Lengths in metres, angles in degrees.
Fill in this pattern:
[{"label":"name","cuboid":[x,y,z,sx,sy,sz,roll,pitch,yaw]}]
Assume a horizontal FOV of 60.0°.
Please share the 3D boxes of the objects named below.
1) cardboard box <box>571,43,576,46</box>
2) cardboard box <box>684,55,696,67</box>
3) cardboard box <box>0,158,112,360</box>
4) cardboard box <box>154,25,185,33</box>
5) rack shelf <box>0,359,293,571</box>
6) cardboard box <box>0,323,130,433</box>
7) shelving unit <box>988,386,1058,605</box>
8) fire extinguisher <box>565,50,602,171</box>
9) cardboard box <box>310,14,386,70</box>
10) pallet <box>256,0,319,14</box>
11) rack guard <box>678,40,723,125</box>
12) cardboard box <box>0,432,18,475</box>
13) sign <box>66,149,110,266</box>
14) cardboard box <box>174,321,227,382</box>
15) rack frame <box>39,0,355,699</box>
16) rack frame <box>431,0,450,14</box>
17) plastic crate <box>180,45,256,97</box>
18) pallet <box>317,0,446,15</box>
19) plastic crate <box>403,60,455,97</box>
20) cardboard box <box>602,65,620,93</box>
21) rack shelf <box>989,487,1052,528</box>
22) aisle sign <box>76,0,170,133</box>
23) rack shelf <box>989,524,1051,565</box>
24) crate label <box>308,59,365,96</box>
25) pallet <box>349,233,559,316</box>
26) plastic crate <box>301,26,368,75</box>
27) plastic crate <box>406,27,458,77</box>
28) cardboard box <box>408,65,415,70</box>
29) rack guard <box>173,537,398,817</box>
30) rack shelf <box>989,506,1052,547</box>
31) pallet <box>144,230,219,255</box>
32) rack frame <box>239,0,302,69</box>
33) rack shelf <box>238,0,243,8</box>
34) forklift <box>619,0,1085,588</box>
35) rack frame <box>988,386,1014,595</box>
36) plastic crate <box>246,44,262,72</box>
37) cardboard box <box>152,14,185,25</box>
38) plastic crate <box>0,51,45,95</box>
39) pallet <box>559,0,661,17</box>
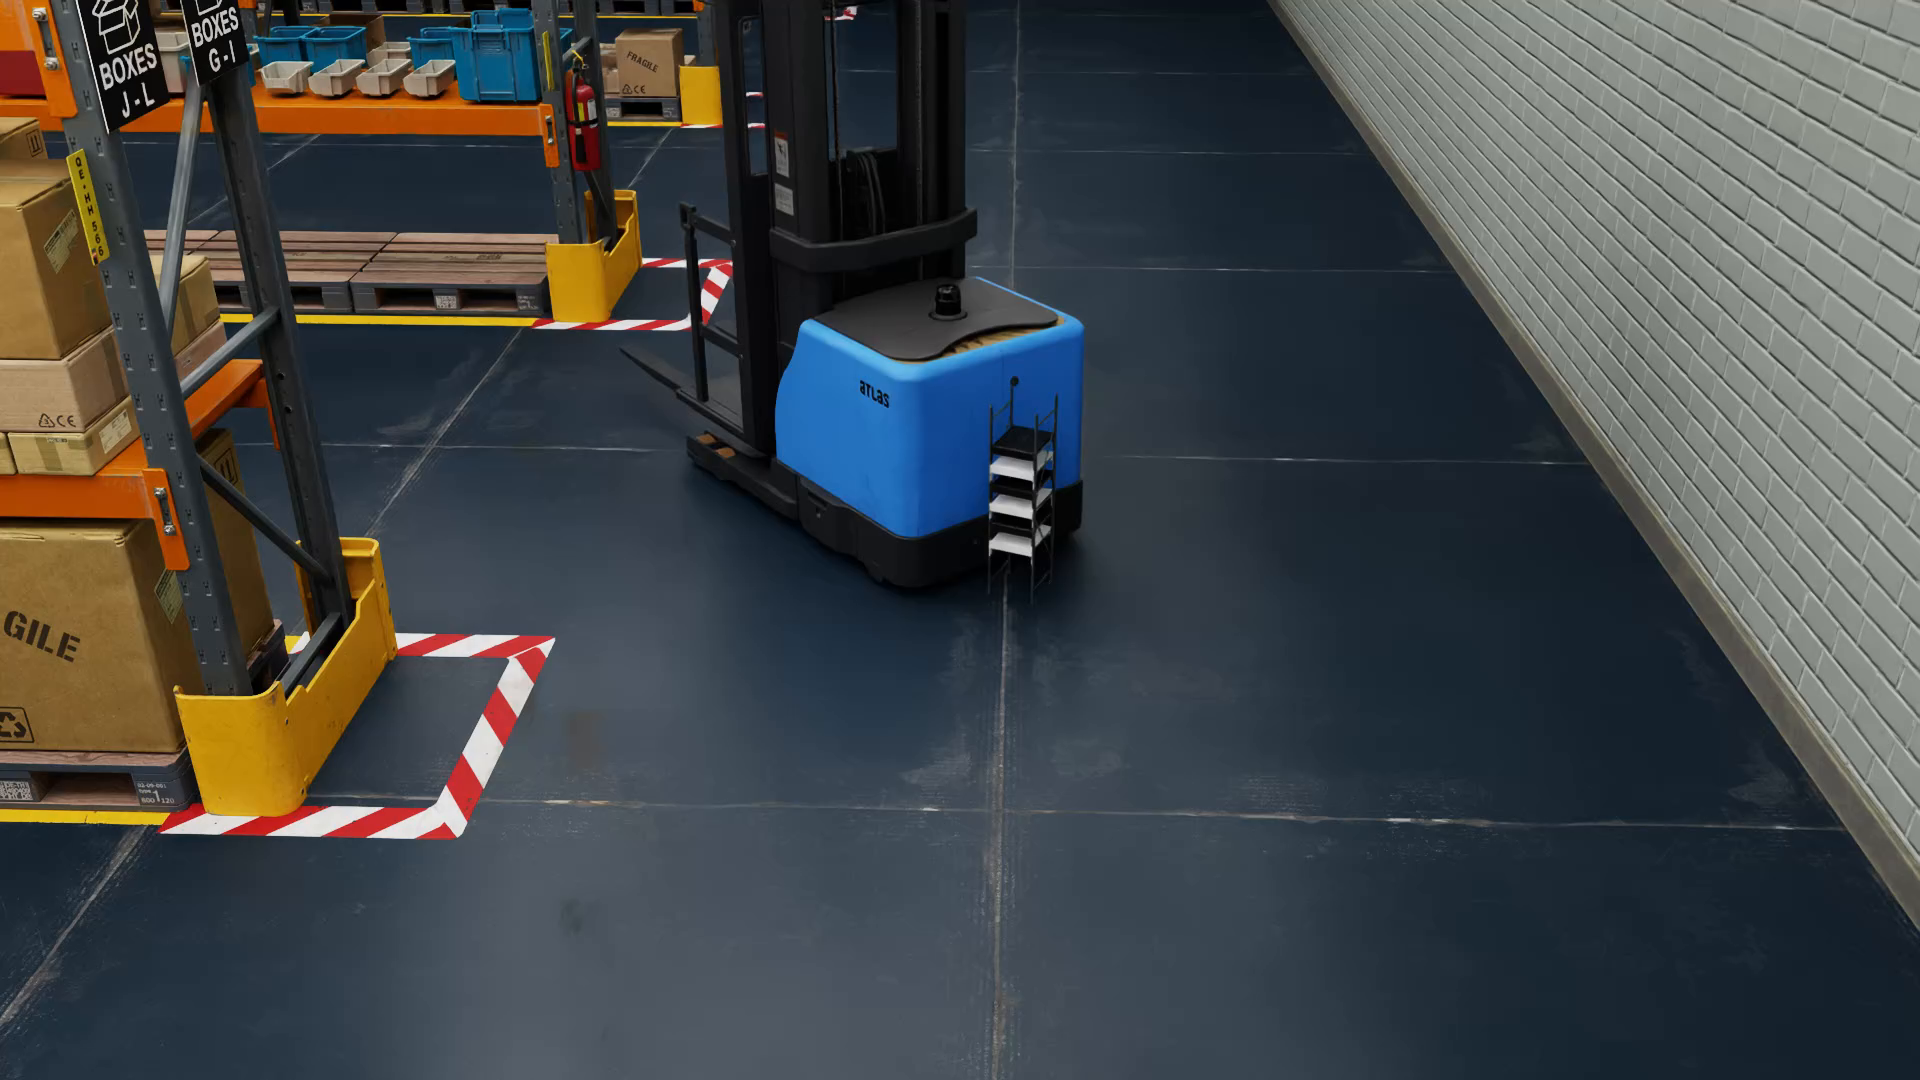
[{"label":"cardboard box","cuboid":[-3.718,-4.394,15.302,0.500,0.250,0.500,1,28,2]},{"label":"cardboard box","cuboid":[-2.591,-4.359,15.344,0.250,0.149,0.380,1,28,2]},{"label":"cardboard box","cuboid":[-3.035,-0.901,5.288,0.500,0.500,0.500,1,28,2]},{"label":"cardboard box","cuboid":[-7.180,-4.298,14.855,0.500,0.500,0.500,1,28,2]},{"label":"rack shelf","cuboid":[-4.537,-0.334,5.946,4.000,0.370,1.077,1,28,2]},{"label":"cardboard box","cuboid":[-3.032,-0.568,5.462,0.500,0.250,0.500,1,28,1]},{"label":"shelving unit","cuboid":[0.267,-0.186,7.140,0.210,0.900,0.258,12,30,22]},{"label":"fire extinguisher","cuboid":[-2.229,-2.523,9.788,0.183,0.674,0.296,1,28,2]},{"label":"cardboard box","cuboid":[-5.603,-4.535,15.302,0.500,0.500,0.500,1,28,2]},{"label":"pallet","cuboid":[-8.008,-6.405,19.608,1.213,0.211,1.003,1,28,2]},{"label":"rack guard","cuboid":[-2.261,-4.153,15.050,0.348,0.500,1.175,1,28,2]},{"label":"cardboard box","cuboid":[-3.166,-0.363,5.501,0.250,0.149,0.380,1,28,2]},{"label":"sign","cuboid":[-2.571,-0.982,4.910,0.005,0.325,0.100,1,28,2]},{"label":"cardboard box","cuboid":[-2.882,-0.669,6.077,0.250,0.149,0.380,1,28,2]},{"label":"rack frame","cuboid":[-2.538,-0.619,5.715,0.127,3.000,1.000,1,28,2]},{"label":"rack frame","cuboid":[-6.011,-7.641,18.961,0.127,3.000,1.000,1,28,2]},{"label":"plastic crate","cuboid":[-4.425,-2.804,9.952,0.300,0.233,0.416,1,28,2]},{"label":"pallet","cuboid":[-6.785,-6.386,19.572,1.213,0.211,1.003,1,28,2]},{"label":"plastic crate","cuboid":[-3.185,-2.776,10.002,0.243,0.136,0.396,1,28,2]},{"label":"cardboard box","cuboid":[-3.139,-4.141,14.915,0.250,0.166,0.380,1,28,2]},{"label":"rack shelf","cuboid":[0.267,-0.157,7.156,0.200,0.077,0.258,12,30,22]},{"label":"aisle sign","cuboid":[-2.477,-1.626,4.839,0.004,0.787,0.394,1,28,2]},{"label":"rack shelf","cuboid":[0.268,0.002,7.240,0.200,0.077,0.258,12,30,22]},{"label":"crate label","cuboid":[-3.753,-2.781,10.011,0.243,0.136,0.396,1,28,2]},{"label":"pallet","cuboid":[-3.186,-1.737,10.802,1.213,0.211,1.003,1,28,2]},{"label":"plastic crate","cuboid":[-3.915,-3.070,10.453,0.300,0.233,0.416,1,28,2]},{"label":"plastic crate","cuboid":[-3.257,-3.059,10.433,0.300,0.233,0.416,1,28,2]},{"label":"cardboard box","cuboid":[-4.906,-4.147,14.926,0.250,0.166,0.380,1,28,2]},{"label":"rack guard","cuboid":[-2.514,0.486,6.300,0.348,0.500,1.175,1,28,2]},{"label":"rack shelf","cuboid":[0.268,-0.077,7.198,0.200,0.077,0.258,12,30,22]},{"label":"pallet","cuboid":[-5.625,-1.778,10.878,1.213,0.211,1.003,1,28,2]},{"label":"rack frame","cuboid":[-6.183,-5.322,14.587,0.127,3.000,1.000,1,28,2]},{"label":"rack shelf","cuboid":[-8.181,-5.037,14.818,4.000,0.370,1.077,1,28,2]},{"label":"forklift","cuboid":[-0.728,-1.716,7.857,1.130,2.935,3.031,-20,34,-32]},{"label":"rack frame","cuboid":[0.175,-0.206,7.178,0.006,0.900,0.240,12,30,22]},{"label":"plastic crate","cuboid":[-4.610,-3.026,10.472,0.466,0.136,0.293,1,28,2]},{"label":"cardboard box","cuboid":[-7.191,-4.538,15.307,0.500,0.500,0.500,1,28,3]},{"label":"plastic crate","cuboid":[-5.478,-2.926,9.935,0.583,0.464,0.402,1,28,2]},{"label":"pallet","cuboid":[-4.032,-6.341,19.486,1.213,0.211,1.003,1,28,2]}]
